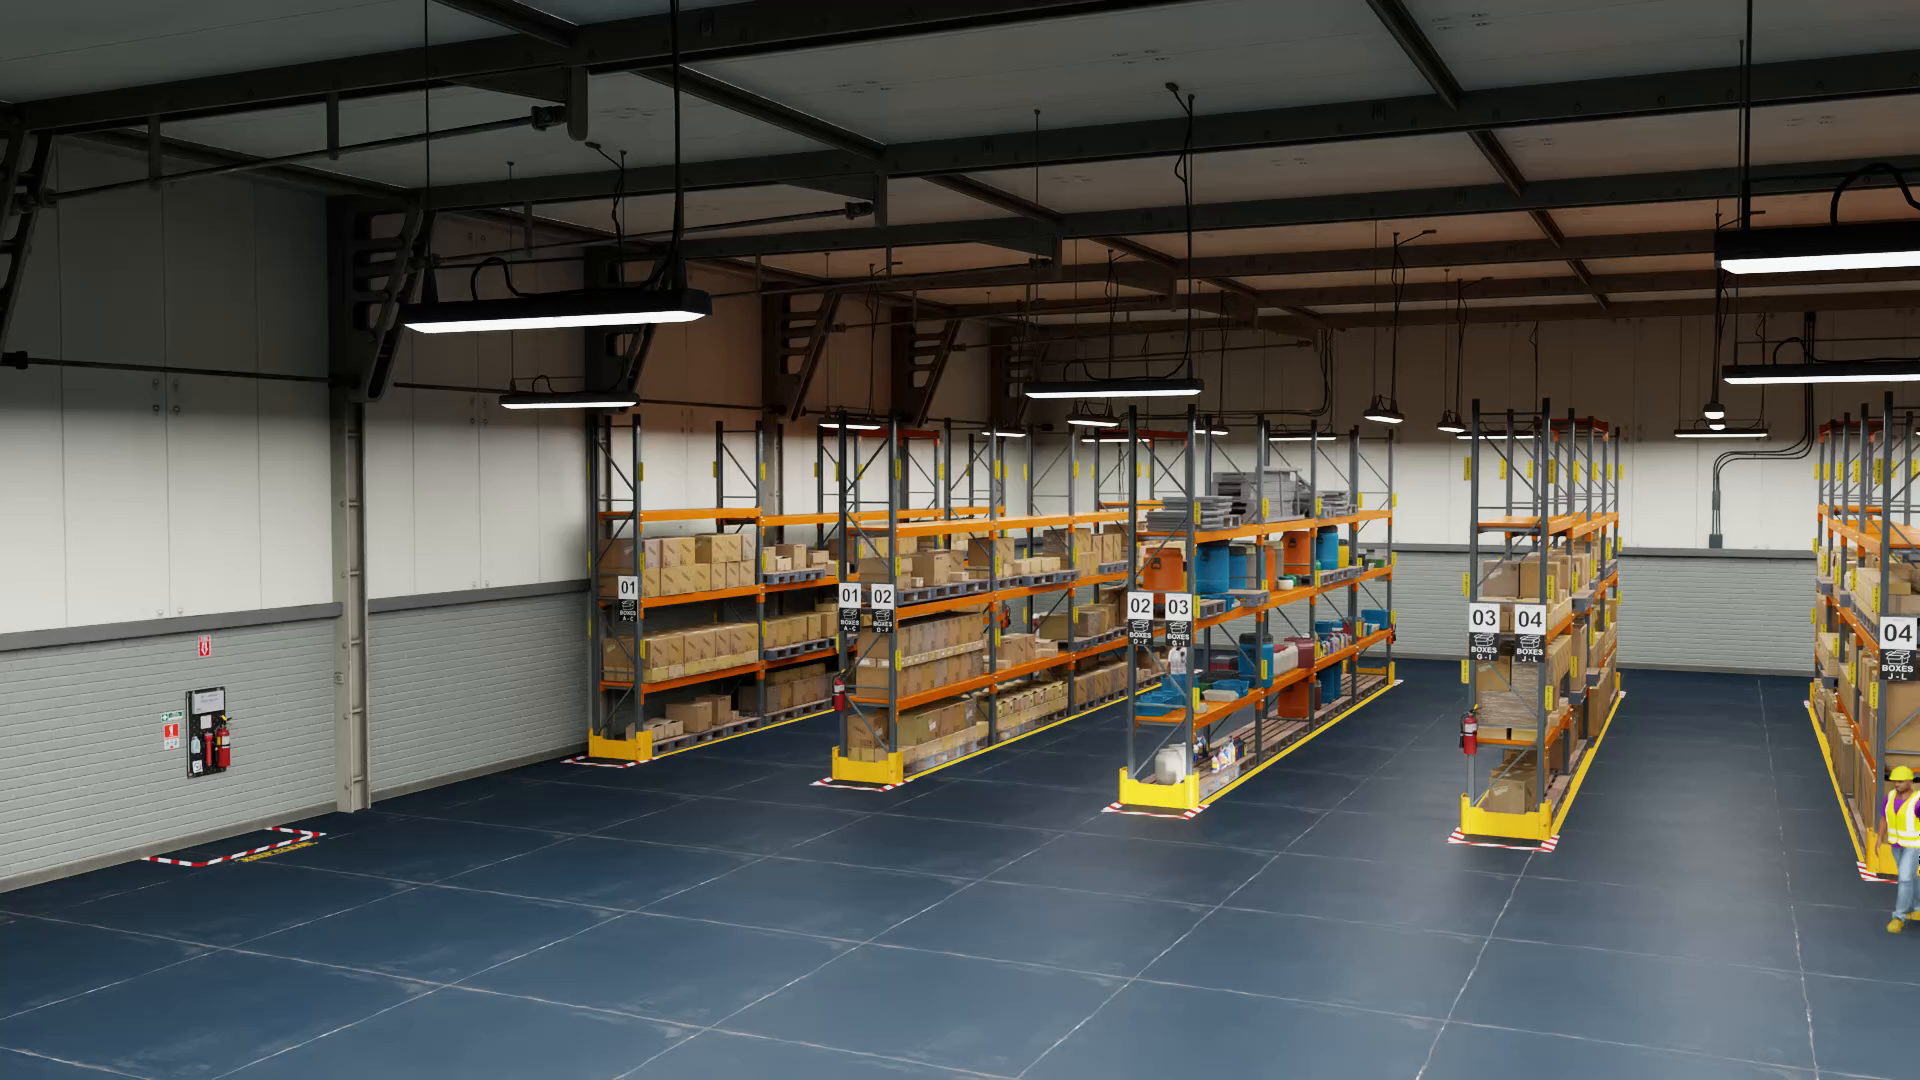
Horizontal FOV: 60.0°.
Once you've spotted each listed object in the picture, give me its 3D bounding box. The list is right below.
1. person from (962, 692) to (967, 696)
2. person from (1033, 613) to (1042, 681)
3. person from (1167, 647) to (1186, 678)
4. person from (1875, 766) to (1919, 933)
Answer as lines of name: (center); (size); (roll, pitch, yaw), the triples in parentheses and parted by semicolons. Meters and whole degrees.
person: (-0.149, 2.715, 34.572); (0.575, 1.698, 0.883); (2, 3, 37)
person: (1.867, 2.557, 38.948); (0.592, 1.698, 0.796); (2, 3, 37)
person: (4.444, 2.772, 33.875); (0.464, 1.625, 0.992); (1, 3, 32)
person: (10.394, 3.363, 18.313); (0.868, 1.742, 0.594); (-1, 2, -16)
